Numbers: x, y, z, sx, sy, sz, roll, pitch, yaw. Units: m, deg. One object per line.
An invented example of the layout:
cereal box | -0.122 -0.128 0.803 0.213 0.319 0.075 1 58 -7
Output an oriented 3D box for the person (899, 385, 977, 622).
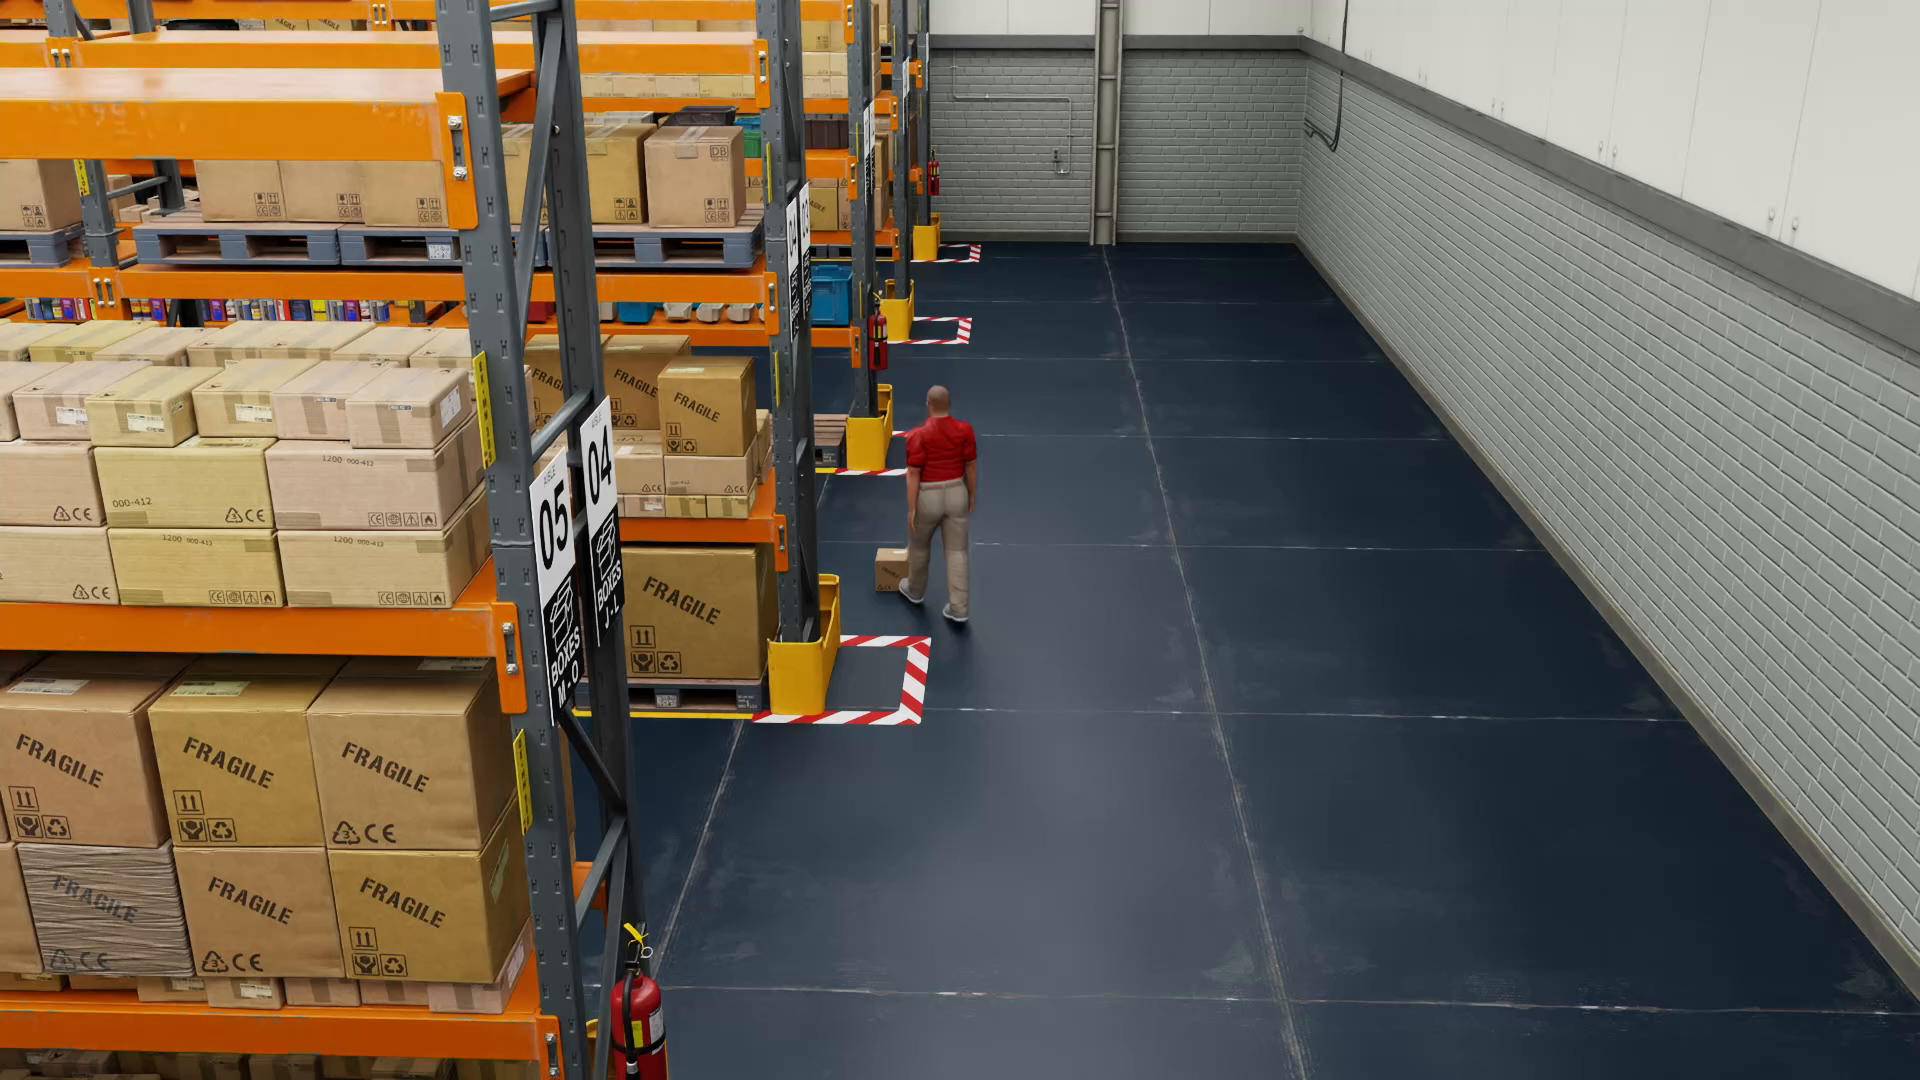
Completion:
person | -0.159 -0.305 11.899 0.544 1.701 0.837 -6 21 -15
